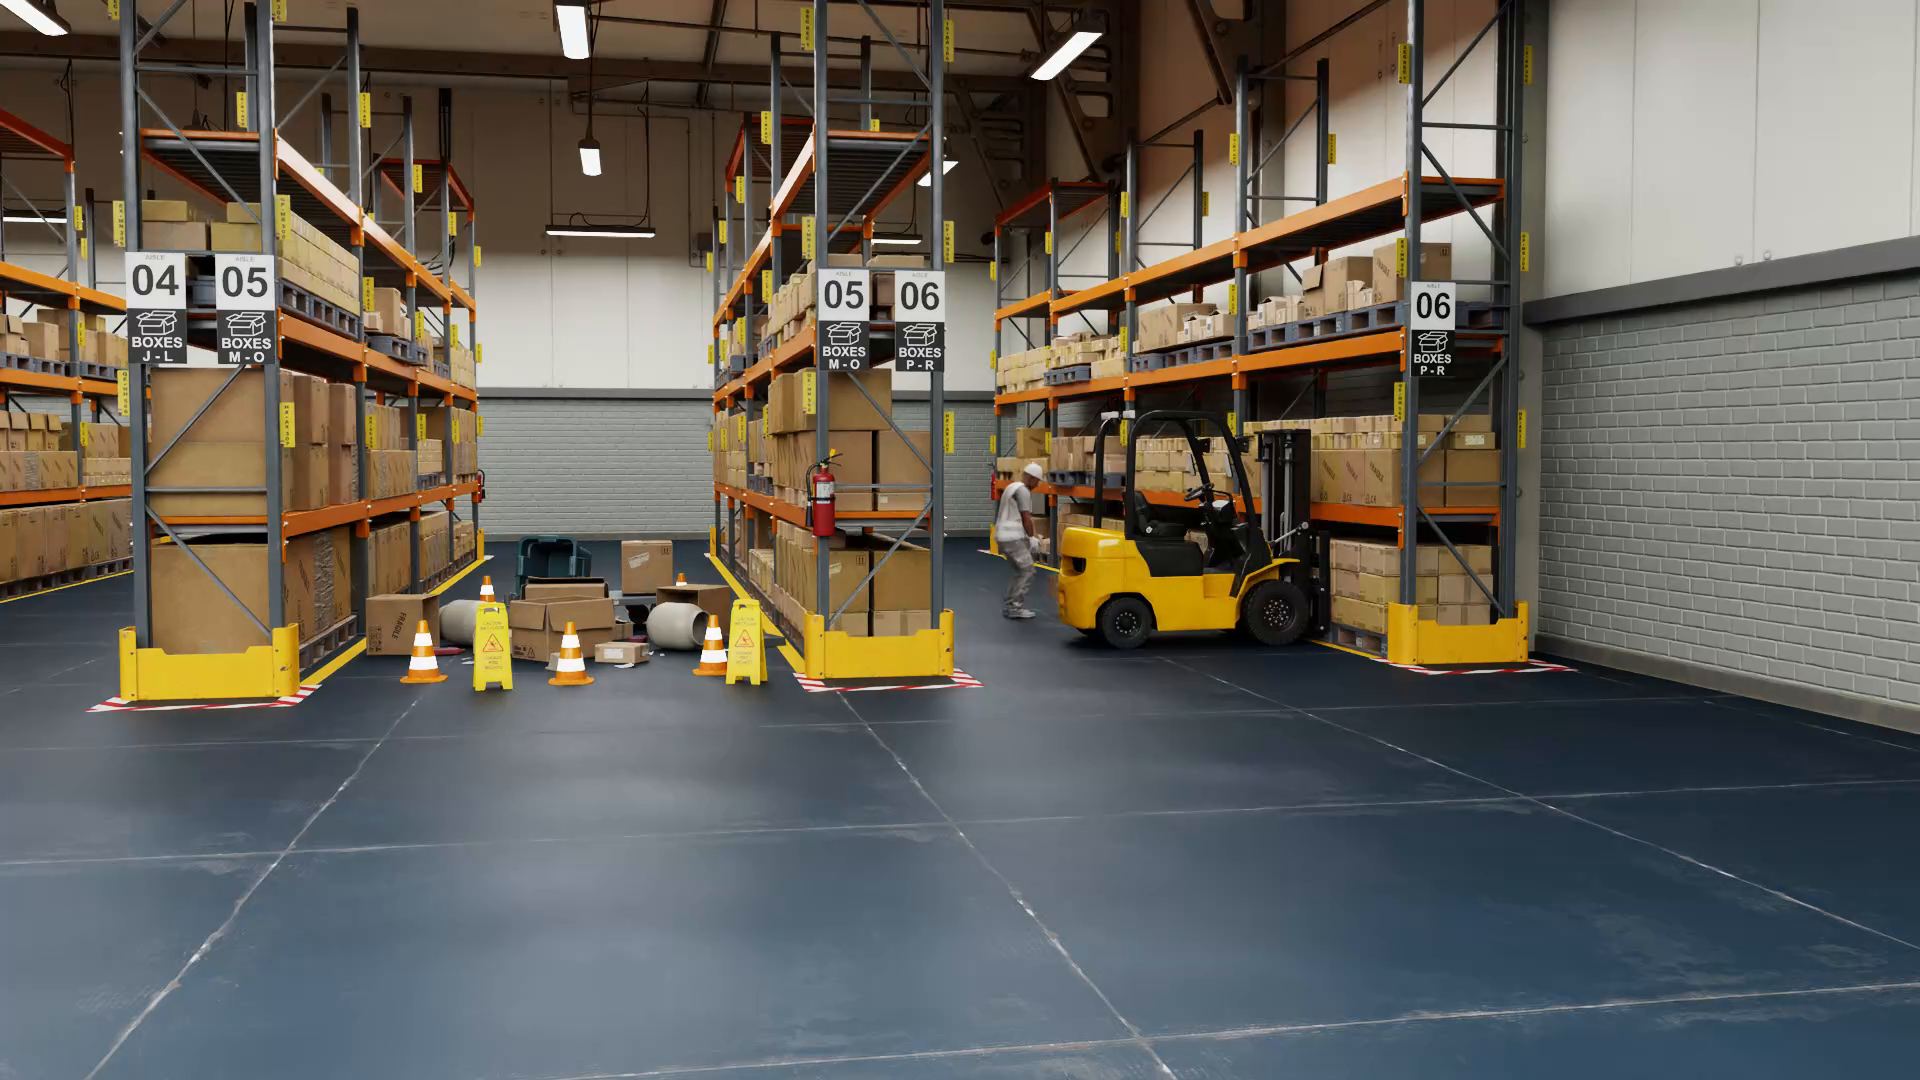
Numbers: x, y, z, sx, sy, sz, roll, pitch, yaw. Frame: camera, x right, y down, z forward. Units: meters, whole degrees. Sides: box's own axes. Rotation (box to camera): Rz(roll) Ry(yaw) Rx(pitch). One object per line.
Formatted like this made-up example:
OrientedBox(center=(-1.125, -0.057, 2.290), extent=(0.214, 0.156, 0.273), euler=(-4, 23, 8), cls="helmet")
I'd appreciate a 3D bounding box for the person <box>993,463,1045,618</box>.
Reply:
OrientedBox(center=(0.644, 0.000, 18.034), extent=(0.561, 1.663, 0.591), euler=(-1, 3, -10), cls="person")
